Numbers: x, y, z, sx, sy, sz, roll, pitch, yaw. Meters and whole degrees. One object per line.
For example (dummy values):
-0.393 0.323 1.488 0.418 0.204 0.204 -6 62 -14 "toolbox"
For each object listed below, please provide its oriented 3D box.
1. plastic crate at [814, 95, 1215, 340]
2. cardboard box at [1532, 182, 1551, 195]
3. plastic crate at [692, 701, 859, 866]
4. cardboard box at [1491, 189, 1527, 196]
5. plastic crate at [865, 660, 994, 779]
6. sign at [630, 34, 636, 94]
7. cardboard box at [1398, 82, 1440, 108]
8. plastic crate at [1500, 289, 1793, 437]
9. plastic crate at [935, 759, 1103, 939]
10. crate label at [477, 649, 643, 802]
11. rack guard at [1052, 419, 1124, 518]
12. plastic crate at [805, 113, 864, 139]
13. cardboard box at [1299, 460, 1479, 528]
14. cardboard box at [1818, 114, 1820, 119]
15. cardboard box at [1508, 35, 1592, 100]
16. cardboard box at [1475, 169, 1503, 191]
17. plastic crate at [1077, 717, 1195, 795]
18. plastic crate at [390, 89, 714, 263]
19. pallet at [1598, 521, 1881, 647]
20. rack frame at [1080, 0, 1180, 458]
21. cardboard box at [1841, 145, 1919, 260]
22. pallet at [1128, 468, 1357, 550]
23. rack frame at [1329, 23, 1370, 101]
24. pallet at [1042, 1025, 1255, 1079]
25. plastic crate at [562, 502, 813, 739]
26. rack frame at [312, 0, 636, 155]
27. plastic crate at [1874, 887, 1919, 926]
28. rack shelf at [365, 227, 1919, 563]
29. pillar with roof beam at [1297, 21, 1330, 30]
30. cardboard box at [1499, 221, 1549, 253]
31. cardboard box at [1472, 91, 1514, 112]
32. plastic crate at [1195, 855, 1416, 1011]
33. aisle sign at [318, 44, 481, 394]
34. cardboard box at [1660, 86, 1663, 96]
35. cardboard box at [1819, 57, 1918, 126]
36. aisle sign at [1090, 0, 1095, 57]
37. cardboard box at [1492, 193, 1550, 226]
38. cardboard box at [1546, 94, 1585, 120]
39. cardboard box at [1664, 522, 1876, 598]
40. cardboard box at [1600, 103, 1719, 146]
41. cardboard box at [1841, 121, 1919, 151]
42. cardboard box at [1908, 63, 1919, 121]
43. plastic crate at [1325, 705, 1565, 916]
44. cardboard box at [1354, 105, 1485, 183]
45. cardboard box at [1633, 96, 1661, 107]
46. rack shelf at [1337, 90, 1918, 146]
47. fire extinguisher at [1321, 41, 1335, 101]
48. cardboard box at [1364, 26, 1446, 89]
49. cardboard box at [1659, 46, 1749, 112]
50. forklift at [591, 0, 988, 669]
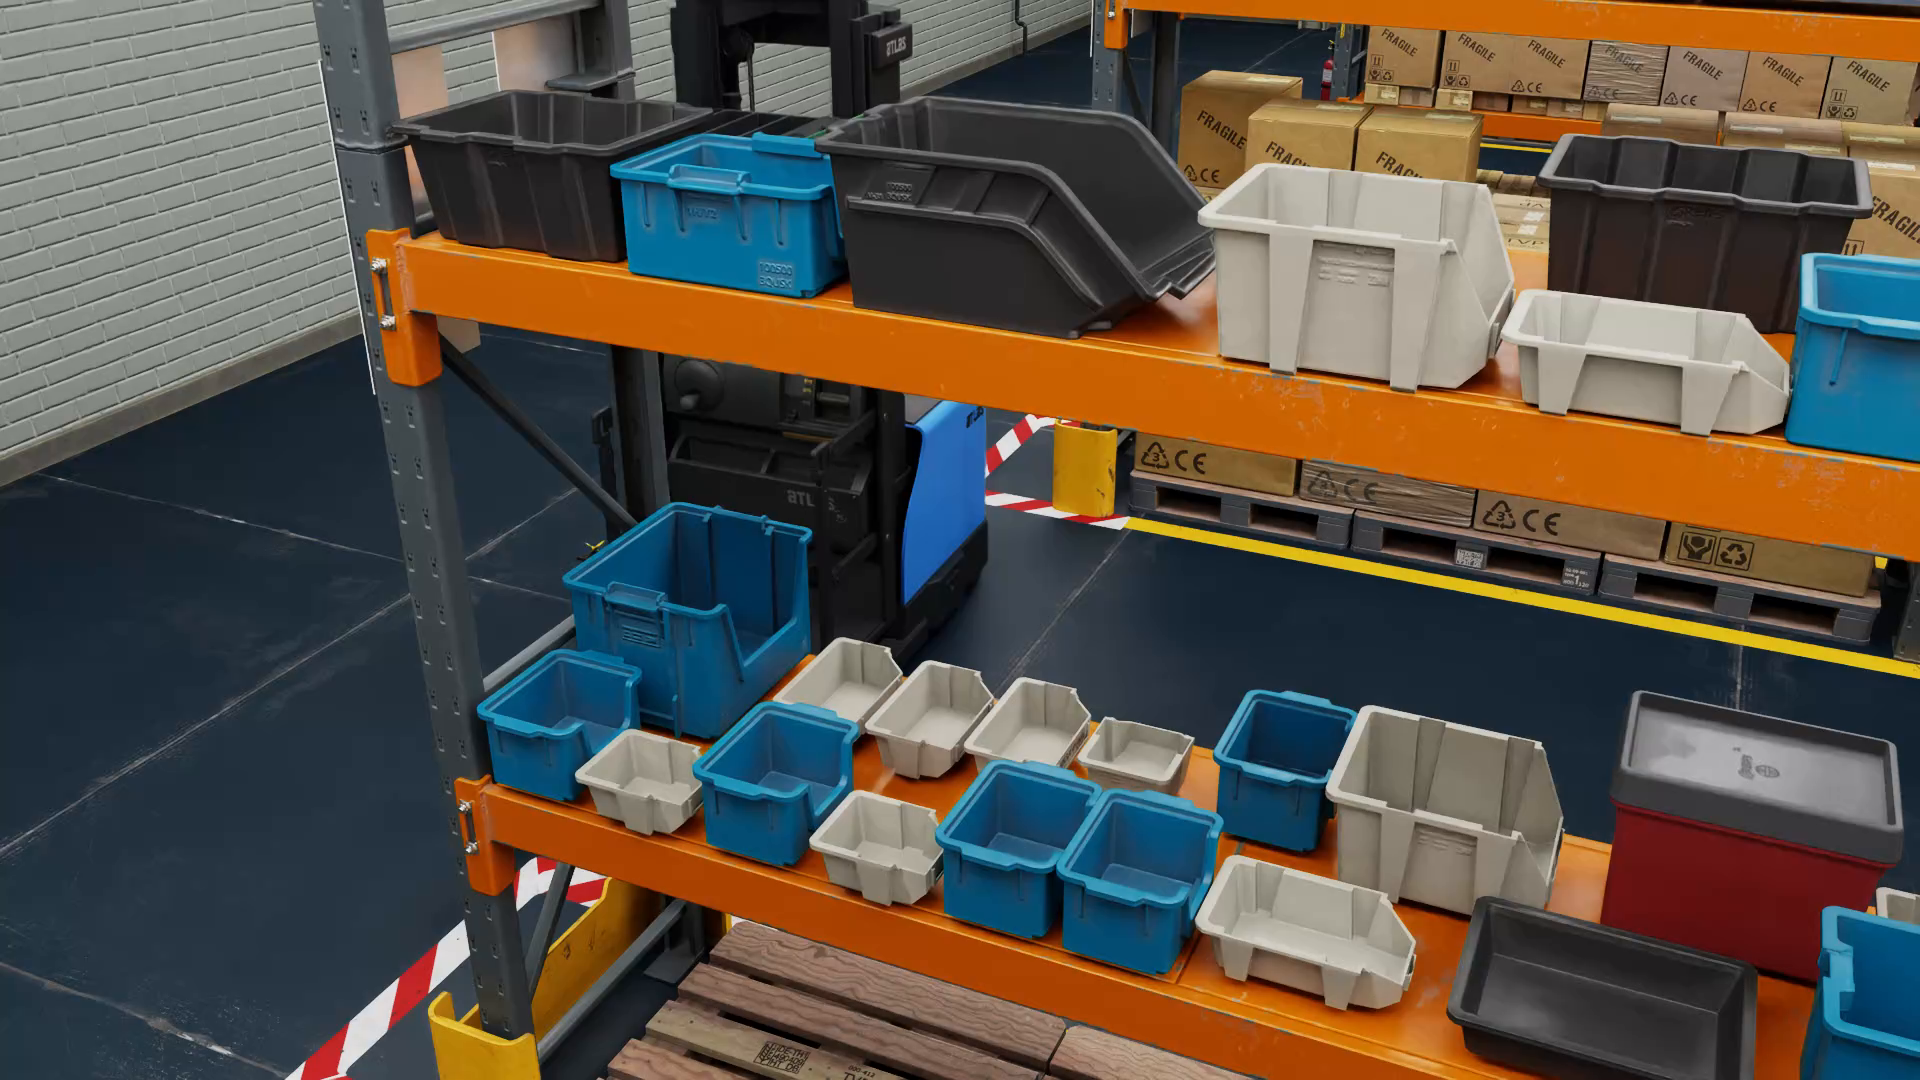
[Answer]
0.132 -0.652 3.353 0.767 0.338 0.504 11 28 22 "plastic crate"
4.608 -2.708 12.933 0.250 0.149 0.380 12 29 24 "cardboard box"
-0.457 0.622 4.213 0.300 0.233 0.416 11 28 22 "plastic crate"
4.124 -2.524 12.559 0.250 0.149 0.380 10 28 19 "cardboard box"
-0.070 0.502 4.565 0.243 0.136 0.396 11 28 22 "plastic crate"
-0.932 -1.247 4.610 0.005 0.325 0.100 11 28 22 "sign"
3.459 -3.358 12.459 0.250 0.149 0.380 12 29 24 "cardboard box"
1.181 -0.300 2.866 0.466 0.136 0.293 11 28 22 "plastic crate"
0.142 0.742 3.968 0.300 0.233 0.416 11 28 22 "plastic crate"
-1.056 0.501 4.457 0.303 0.233 0.416 11 28 22 "crate label"
0.884 -0.599 9.400 0.348 0.500 1.175 11 28 22 "rack guard"
-0.129 -0.909 4.045 0.336 0.188 0.450 11 28 22 "plastic crate"
2.350 -0.700 8.705 0.875 0.875 0.875 11 28 22 "cardboard box"
5.837 -2.882 11.492 0.250 0.149 0.380 13 29 24 "cardboard box"
4.283 -3.495 12.002 0.500 0.500 0.500 12 29 22 "cardboard box"
4.131 -2.808 13.136 0.250 0.149 0.380 11 28 21 "cardboard box"
0.471 0.590 4.386 0.250 0.136 0.298 11 28 22 "plastic crate"
-0.910 -0.829 3.790 0.590 0.269 0.497 11 28 22 "plastic crate"
3.887 0.096 8.316 1.213 0.211 1.003 11 28 22 "pallet"
0.905 -1.716 8.839 0.127 3.000 1.000 11 28 22 "rack frame"
4.018 -1.364 7.108 0.500 0.500 0.500 12 29 23 "cardboard box"
1.666 -0.350 9.222 1.213 0.211 1.003 11 28 22 "pallet"
3.051 -3.692 12.852 0.127 3.000 1.000 11 28 22 "rack frame"
0.696 1.917 4.618 1.213 0.211 1.003 11 28 22 "pallet"
-0.763 0.219 4.801 0.499 0.435 0.616 11 28 22 "plastic crate"
-1.145 -2.416 3.469 0.127 3.000 1.000 11 28 22 "rack frame"
2.132 0.956 3.643 0.243 0.136 0.396 11 28 22 "plastic crate"
0.676 -0.382 3.548 4.000 0.370 1.077 11 28 22 "rack shelf"
3.196 -9.513 17.884 0.400 9.000 9.100 11 28 22 "pillar with roof beam"
2.640 -1.307 7.841 0.500 0.250 0.500 11 28 21 "cardboard box"
3.974 -3.295 12.331 0.250 0.149 0.380 13 29 24 "cardboard box"
0.787 0.901 3.755 0.466 0.136 0.293 11 28 22 "plastic crate"
-1.333 -0.784 4.004 0.004 0.787 0.394 11 28 22 "aisle sign"
5.087 -3.283 12.306 0.250 0.149 0.380 12 29 24 "cardboard box"
6.135 -3.114 11.228 0.500 0.500 0.500 11 28 22 "cardboard box"
0.716 -2.775 8.047 0.004 0.787 0.394 11 28 22 "aisle sign"
2.857 -1.521 8.276 0.500 0.250 0.500 11 28 22 "cardboard box"
4.424 -3.179 12.096 0.250 0.149 0.380 11 28 21 "cardboard box"
3.979 -0.373 8.041 0.875 0.875 0.875 11 28 22 "cardboard box"
3.296 -1.764 7.921 0.500 0.500 0.500 10 28 20 "cardboard box"
4.217 -1.577 7.542 0.500 0.500 0.500 11 28 22 "cardboard box"
9.246 -4.123 15.659 0.875 0.875 0.875 12 29 23 "cardboard box"
1.183 0.680 4.039 0.530 0.282 0.437 11 28 22 "plastic crate"
2.160 -1.738 7.869 0.500 0.500 0.500 11 28 20 "cardboard box"
4.882 -3.063 11.859 0.250 0.149 0.380 12 29 23 "cardboard box"
4.871 -3.003 12.269 4.000 0.370 1.077 11 28 22 "rack shelf"
3.012 -3.721 13.422 0.183 0.674 0.296 11 28 22 "fire extinguisher"
3.345 -3.677 12.372 0.500 0.500 0.500 13 29 24 "cardboard box"
5.210 -3.300 11.608 0.500 0.500 0.500 11 28 22 "cardboard box"
-0.896 -0.646 6.744 1.130 2.935 3.031 10 28 20 "forklift"
